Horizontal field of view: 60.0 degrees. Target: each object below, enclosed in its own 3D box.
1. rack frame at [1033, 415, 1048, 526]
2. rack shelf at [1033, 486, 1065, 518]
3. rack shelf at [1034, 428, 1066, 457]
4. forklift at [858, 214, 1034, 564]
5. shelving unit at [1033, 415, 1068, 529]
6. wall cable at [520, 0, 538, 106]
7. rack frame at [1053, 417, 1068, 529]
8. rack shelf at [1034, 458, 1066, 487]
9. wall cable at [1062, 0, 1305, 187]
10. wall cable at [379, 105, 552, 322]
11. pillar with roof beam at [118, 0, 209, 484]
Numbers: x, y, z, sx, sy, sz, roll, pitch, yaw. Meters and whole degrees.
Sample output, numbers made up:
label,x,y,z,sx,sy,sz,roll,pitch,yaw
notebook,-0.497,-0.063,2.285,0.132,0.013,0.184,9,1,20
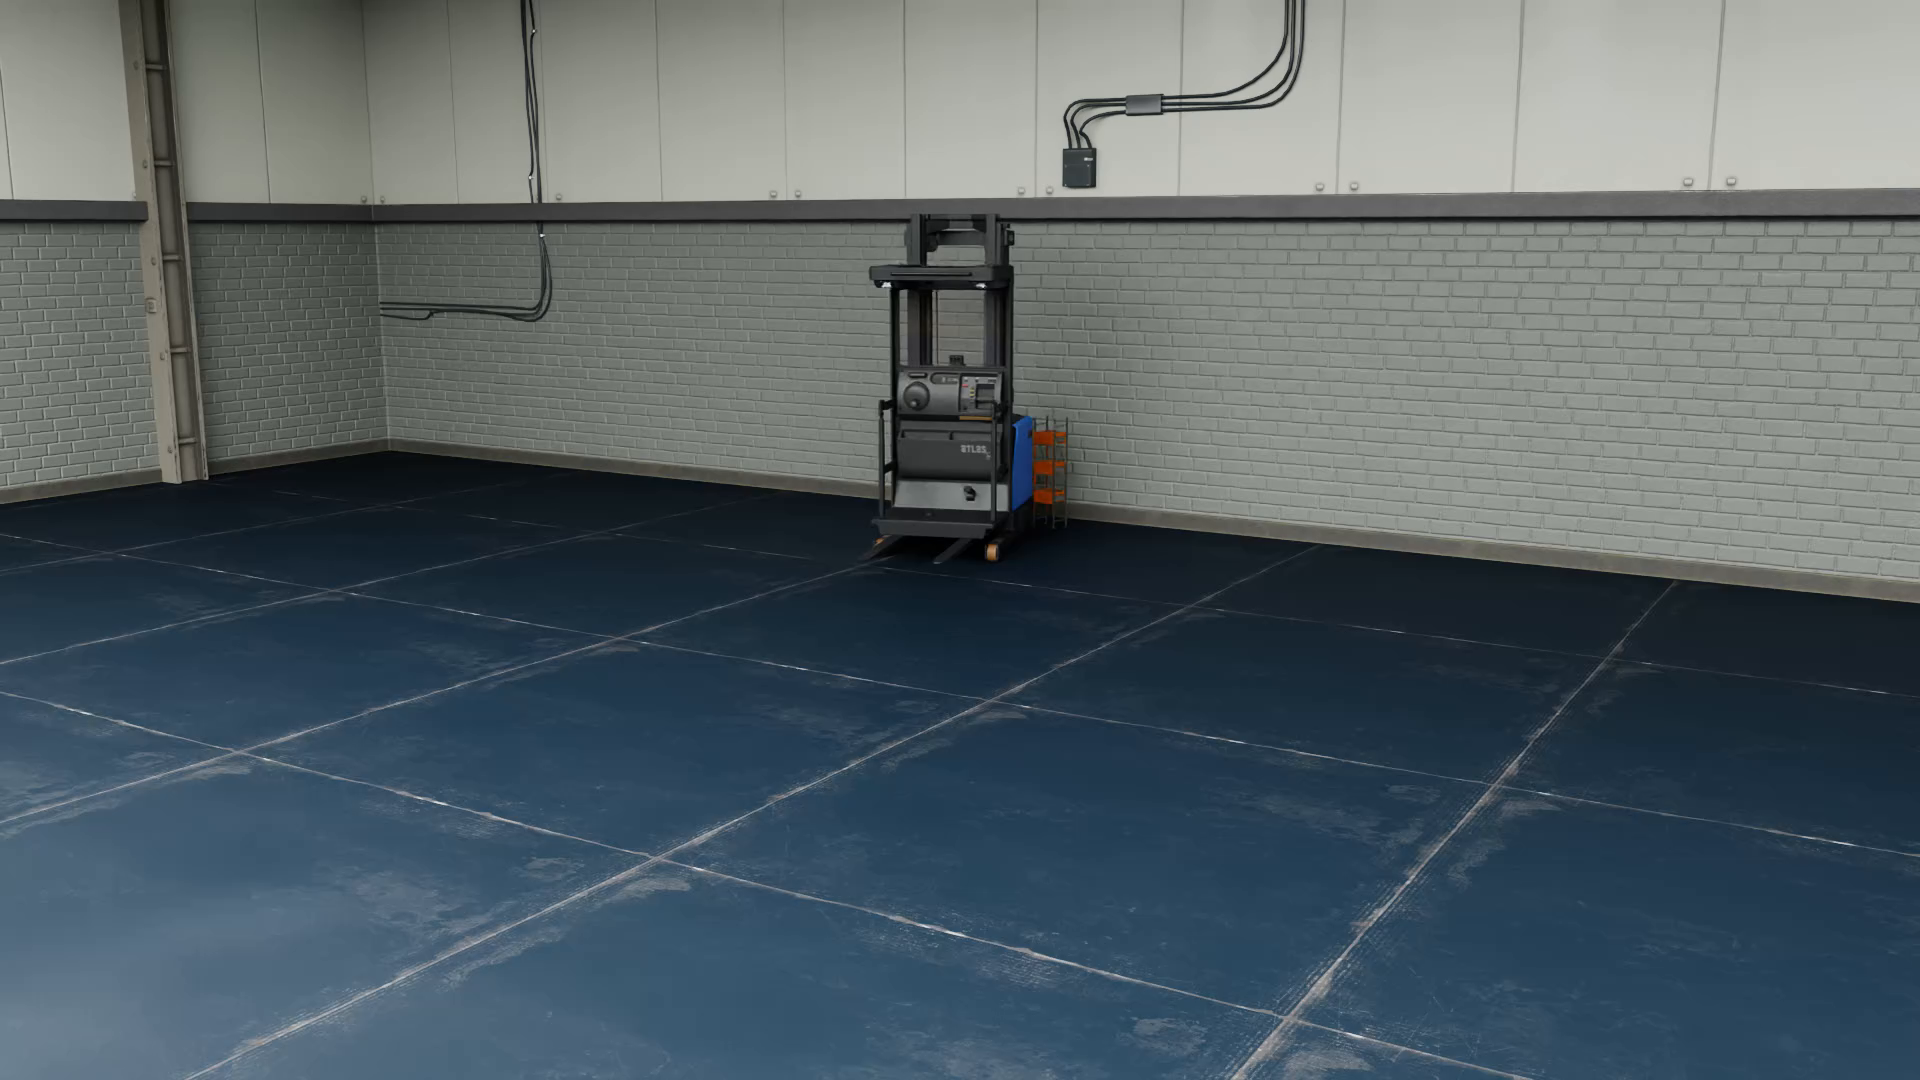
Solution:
label,x,y,z,sx,sy,sz,roll,pitch,yaw
rack frame,0.773,-0.663,15.937,0.008,1.050,0.200,10,14,42
rack shelf,0.862,-0.364,15.908,0.240,0.259,0.215,10,14,42
rack shelf,0.862,-0.916,15.804,0.240,0.259,0.215,10,14,42
forklift,-0.134,-1.324,14.358,1.130,2.935,3.031,2,11,13
shelving unit,0.862,-0.647,15.854,0.252,1.050,0.215,10,14,42
wall cable,-3.819,-6.135,18.280,3.097,2.526,0.112,6,12,31
rack frame,0.951,-0.632,15.772,0.008,1.050,0.200,10,14,42
rack shelf,0.862,-0.637,15.856,0.240,0.259,0.215,10,14,42
wall cable,1.974,-6.200,14.668,2.305,6.003,0.169,6,12,31
wall cable,-6.131,-3.911,20.125,3.097,2.526,0.112,6,12,31
pillar with roof beam,-5.112,-4.689,15.842,9.100,9.000,0.400,6,12,31
